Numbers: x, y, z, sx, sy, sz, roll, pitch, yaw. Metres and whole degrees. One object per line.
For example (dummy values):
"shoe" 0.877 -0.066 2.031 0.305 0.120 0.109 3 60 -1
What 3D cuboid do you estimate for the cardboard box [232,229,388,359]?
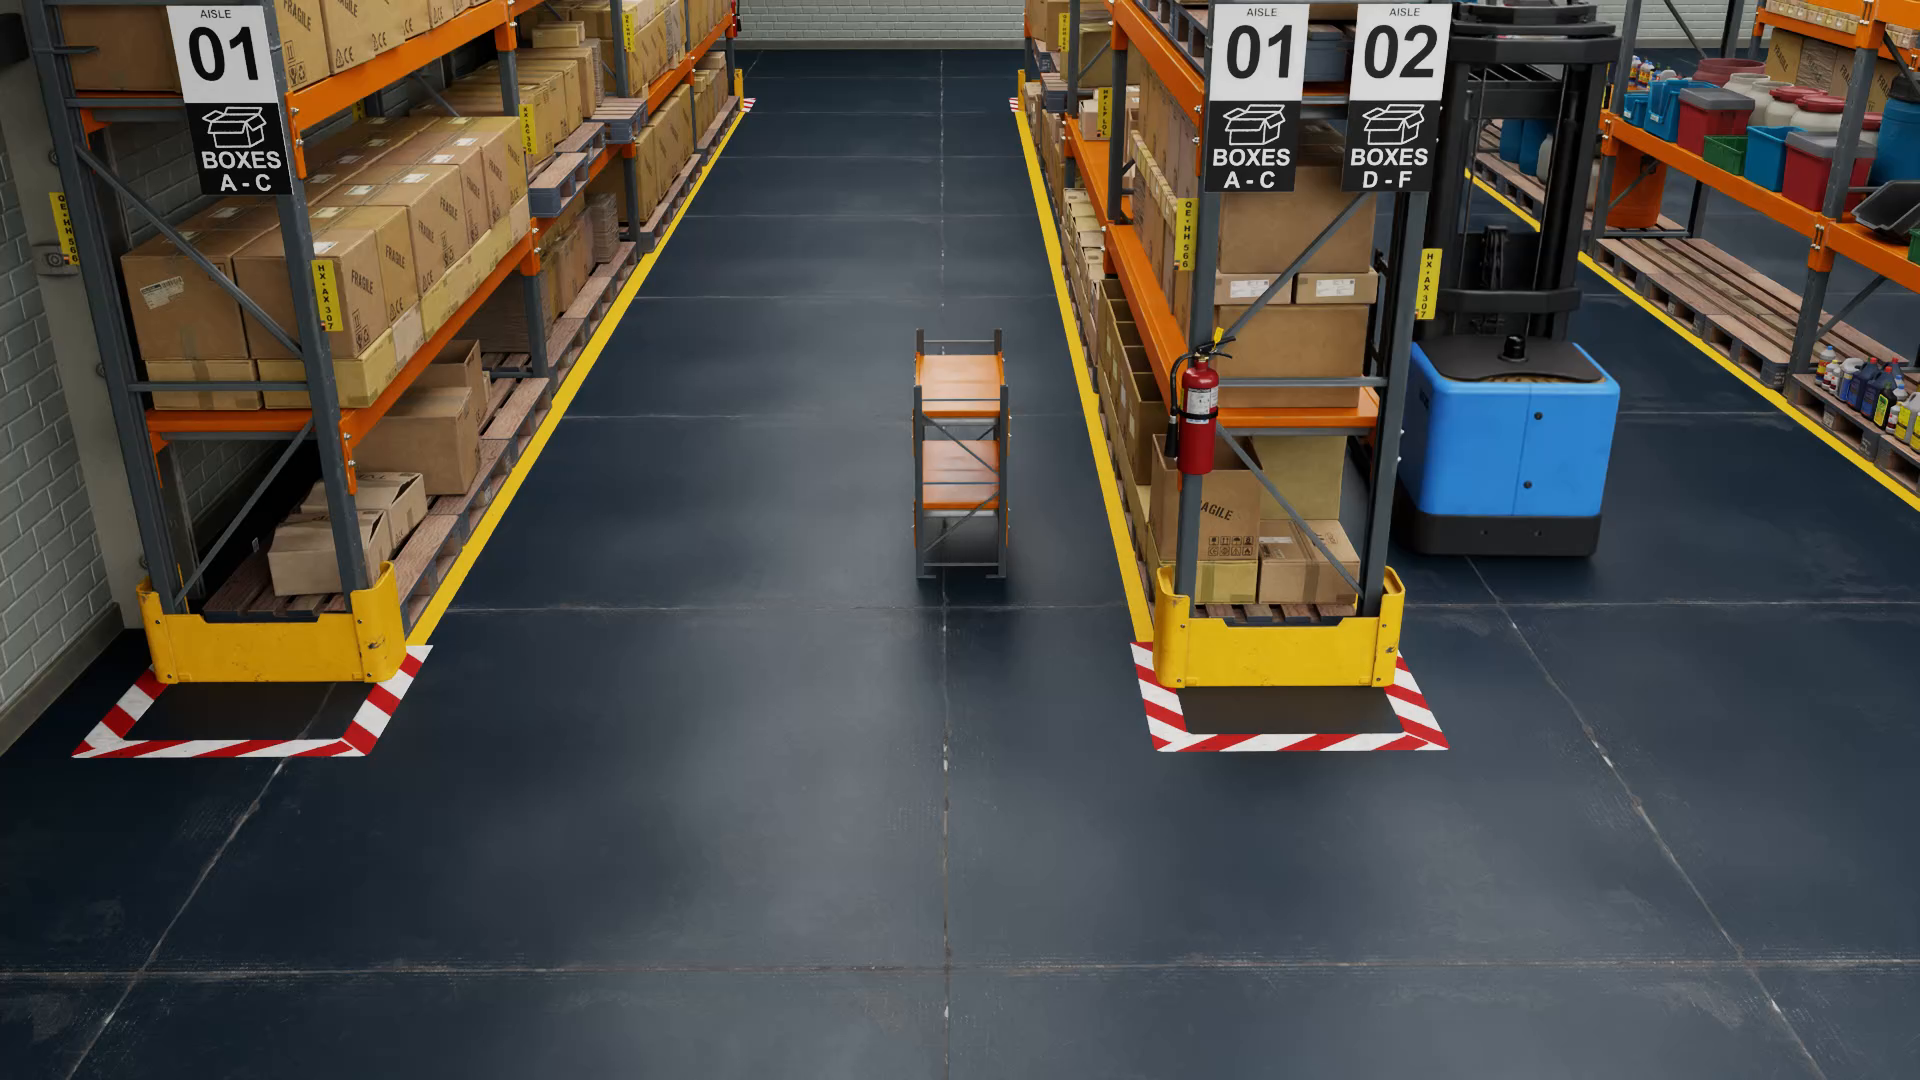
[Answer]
"cardboard box" -3.101 -1.182 7.972 0.500 0.500 0.500 0 24 0

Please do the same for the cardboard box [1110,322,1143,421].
"cardboard box" 1.217 -1.050 10.348 0.500 0.500 0.500 0 24 -1

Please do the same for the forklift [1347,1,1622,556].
"forklift" 3.133 -1.807 10.189 1.130 2.935 3.031 1 24 2

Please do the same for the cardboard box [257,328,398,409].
"cardboard box" -3.084 -0.845 8.136 0.500 0.250 0.500 -1 24 -2

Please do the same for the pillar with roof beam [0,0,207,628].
"pillar with roof beam" 0.036 -3.739 7.098 9.100 9.000 0.400 0 24 -1

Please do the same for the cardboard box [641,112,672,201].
"cardboard box" -3.363 -3.875 16.776 0.750 0.750 0.750 0 24 -1

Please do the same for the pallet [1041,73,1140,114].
"pallet" 1.393 -4.214 15.660 1.213 0.211 1.003 0 24 -1

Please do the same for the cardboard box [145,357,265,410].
"cardboard box" -3.595 -0.834 8.113 0.500 0.250 0.500 0 24 0

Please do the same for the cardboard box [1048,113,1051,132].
"cardboard box" 1.199 -4.461 17.563 0.500 0.250 0.500 0 24 0

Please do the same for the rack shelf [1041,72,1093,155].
"rack shelf" 1.448 -4.519 16.974 1.077 0.370 4.000 0 24 -1

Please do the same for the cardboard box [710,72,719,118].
"cardboard box" -3.451 -5.646 21.117 0.700 0.500 0.500 -1 24 -2

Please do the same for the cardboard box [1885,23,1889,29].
"cardboard box" 11.057 -6.175 19.583 0.500 0.250 0.500 0 24 1

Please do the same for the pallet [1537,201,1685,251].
"pallet" 6.373 -3.097 16.342 1.003 0.211 1.213 0 24 -1

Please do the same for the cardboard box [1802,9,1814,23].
"cardboard box" 10.976 -6.676 21.176 0.380 0.149 0.250 -1 24 -2

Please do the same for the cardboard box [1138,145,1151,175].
"cardboard box" 1.331 -2.394 10.494 0.380 0.149 0.250 -1 24 -2

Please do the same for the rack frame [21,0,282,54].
"rack frame" -3.396 -3.435 6.426 1.000 3.000 0.127 0 24 -1

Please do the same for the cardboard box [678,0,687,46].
"cardboard box" -3.270 -5.648 18.091 0.500 0.500 0.500 -1 24 -1

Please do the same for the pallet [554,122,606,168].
"pallet" -3.421 -3.095 13.187 1.003 0.211 1.213 0 24 -1

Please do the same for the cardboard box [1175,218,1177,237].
"cardboard box" 1.352 -1.648 8.846 0.380 0.149 0.250 0 24 1

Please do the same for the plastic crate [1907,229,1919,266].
"plastic crate" 6.200 -1.737 10.209 0.450 0.188 0.662 0 24 -1

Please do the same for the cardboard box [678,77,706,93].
"cardboard box" -3.254 -5.445 19.886 0.380 0.149 0.250 1 24 1

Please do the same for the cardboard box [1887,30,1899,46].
"cardboard box" 10.998 -5.829 19.304 0.380 0.149 0.250 0 24 0

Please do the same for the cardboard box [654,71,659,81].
"cardboard box" -3.279 -4.770 16.937 0.380 0.149 0.250 0 24 1

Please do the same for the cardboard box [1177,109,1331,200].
"cardboard box" 1.547 -2.001 8.839 0.700 0.500 0.500 0 24 0

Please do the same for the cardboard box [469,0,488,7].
"cardboard box" -3.187 -3.563 10.203 0.500 0.500 0.500 0 24 1

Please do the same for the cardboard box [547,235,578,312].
"cardboard box" -3.485 -2.138 13.337 0.700 0.500 0.500 0 24 0

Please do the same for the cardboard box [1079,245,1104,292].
"cardboard box" 1.208 -2.154 13.018 0.500 0.311 0.500 0 24 -1

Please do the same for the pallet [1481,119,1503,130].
"pallet" 6.317 -5.227 21.052 1.003 0.211 1.213 0 24 -1

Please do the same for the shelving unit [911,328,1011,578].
"shelving unit" 0.000 -0.515 9.524 0.538 1.125 1.048 0 24 -1

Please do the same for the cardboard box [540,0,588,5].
"cardboard box" -3.749 -4.929 15.593 0.500 0.250 0.500 -1 24 -2

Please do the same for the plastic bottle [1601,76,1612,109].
"plastic bottle" 5.992 -4.155 15.437 0.061 0.283 0.133 0 24 -1

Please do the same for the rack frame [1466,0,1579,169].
"rack frame" 6.380 -5.691 18.693 1.000 3.000 0.127 0 24 -1

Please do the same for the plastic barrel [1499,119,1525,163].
"plastic barrel" 6.369 -4.702 18.543 0.600 0.901 0.708 0 24 -1

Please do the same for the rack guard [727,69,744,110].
"rack guard" -3.571 -6.166 22.776 1.175 0.500 0.348 0 24 -1

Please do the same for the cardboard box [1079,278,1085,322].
"cardboard box" 1.210 -1.901 13.141 0.500 0.250 0.500 0 24 1

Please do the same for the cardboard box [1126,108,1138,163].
"cardboard box" 1.516 -2.953 12.518 0.500 0.500 0.500 1 24 3

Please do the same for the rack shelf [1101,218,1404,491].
"rack shelf" 1.536 -1.222 9.685 1.077 0.370 4.000 0 24 -1

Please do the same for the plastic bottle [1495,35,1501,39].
"plastic bottle" 5.957 -5.485 18.379 0.061 0.283 0.133 0 24 -1

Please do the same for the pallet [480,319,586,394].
"pallet" -3.449 -1.400 12.590 1.003 0.211 1.213 0 24 -1

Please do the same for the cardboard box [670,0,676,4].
"cardboard box" -3.270 -5.776 17.465 0.500 0.250 0.500 0 24 1

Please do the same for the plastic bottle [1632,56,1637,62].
"plastic bottle" 6.727 -4.738 16.736 0.152 0.276 0.135 0 24 -1

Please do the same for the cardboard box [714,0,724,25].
"cardboard box" -3.536 -6.922 21.050 0.980 0.700 0.700 0 24 -1

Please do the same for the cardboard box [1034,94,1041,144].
"cardboard box" 1.137 -4.965 19.588 0.500 0.500 0.500 0 24 -1

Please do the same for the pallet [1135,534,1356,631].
"pallet" 1.507 0.230 8.985 1.003 0.211 1.213 0 24 -1

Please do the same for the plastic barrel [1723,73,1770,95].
"plastic barrel" 6.648 -3.671 14.091 0.421 0.512 0.421 0 24 0

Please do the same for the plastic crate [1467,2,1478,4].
"plastic crate" 6.526 -6.911 21.639 0.396 0.136 0.243 0 24 -1

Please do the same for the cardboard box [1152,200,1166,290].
"cardboard box" 1.539 -1.813 9.996 0.700 0.500 0.500 0 24 0

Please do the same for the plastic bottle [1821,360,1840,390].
"plastic bottle" 6.033 -1.145 11.503 0.097 0.201 0.097 0 24 0

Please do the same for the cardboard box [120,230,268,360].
"cardboard box" -3.614 -1.178 7.961 0.500 0.500 0.500 -1 24 -1

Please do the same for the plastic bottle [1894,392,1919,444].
"plastic bottle" 6.068 -0.801 10.561 0.144 0.351 0.185 0 24 -1

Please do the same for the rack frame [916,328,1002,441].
"rack frame" -0.006 -0.725 9.988 0.500 1.125 0.032 0 24 -1

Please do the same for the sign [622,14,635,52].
"sign" -2.941 -4.496 14.742 0.100 0.325 0.005 0 24 -1

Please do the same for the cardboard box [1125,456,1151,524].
"cardboard box" 1.232 -0.296 9.591 0.500 0.250 0.500 0 24 -1

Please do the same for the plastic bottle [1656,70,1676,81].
"plastic bottle" 6.737 -4.357 15.894 0.152 0.276 0.135 0 24 -1

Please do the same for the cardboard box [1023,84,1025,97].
"cardboard box" 1.044 -6.046 22.404 0.380 0.149 0.250 0 24 -1

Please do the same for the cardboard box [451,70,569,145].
"cardboard box" -3.448 -3.307 12.768 0.700 0.500 0.500 3 25 7

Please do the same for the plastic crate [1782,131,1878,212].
"plastic crate" 6.156 -2.622 11.830 0.402 0.464 0.583 0 24 -1

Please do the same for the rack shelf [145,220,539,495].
"rack shelf" -3.418 -1.198 9.632 1.077 0.370 4.000 0 24 -1
